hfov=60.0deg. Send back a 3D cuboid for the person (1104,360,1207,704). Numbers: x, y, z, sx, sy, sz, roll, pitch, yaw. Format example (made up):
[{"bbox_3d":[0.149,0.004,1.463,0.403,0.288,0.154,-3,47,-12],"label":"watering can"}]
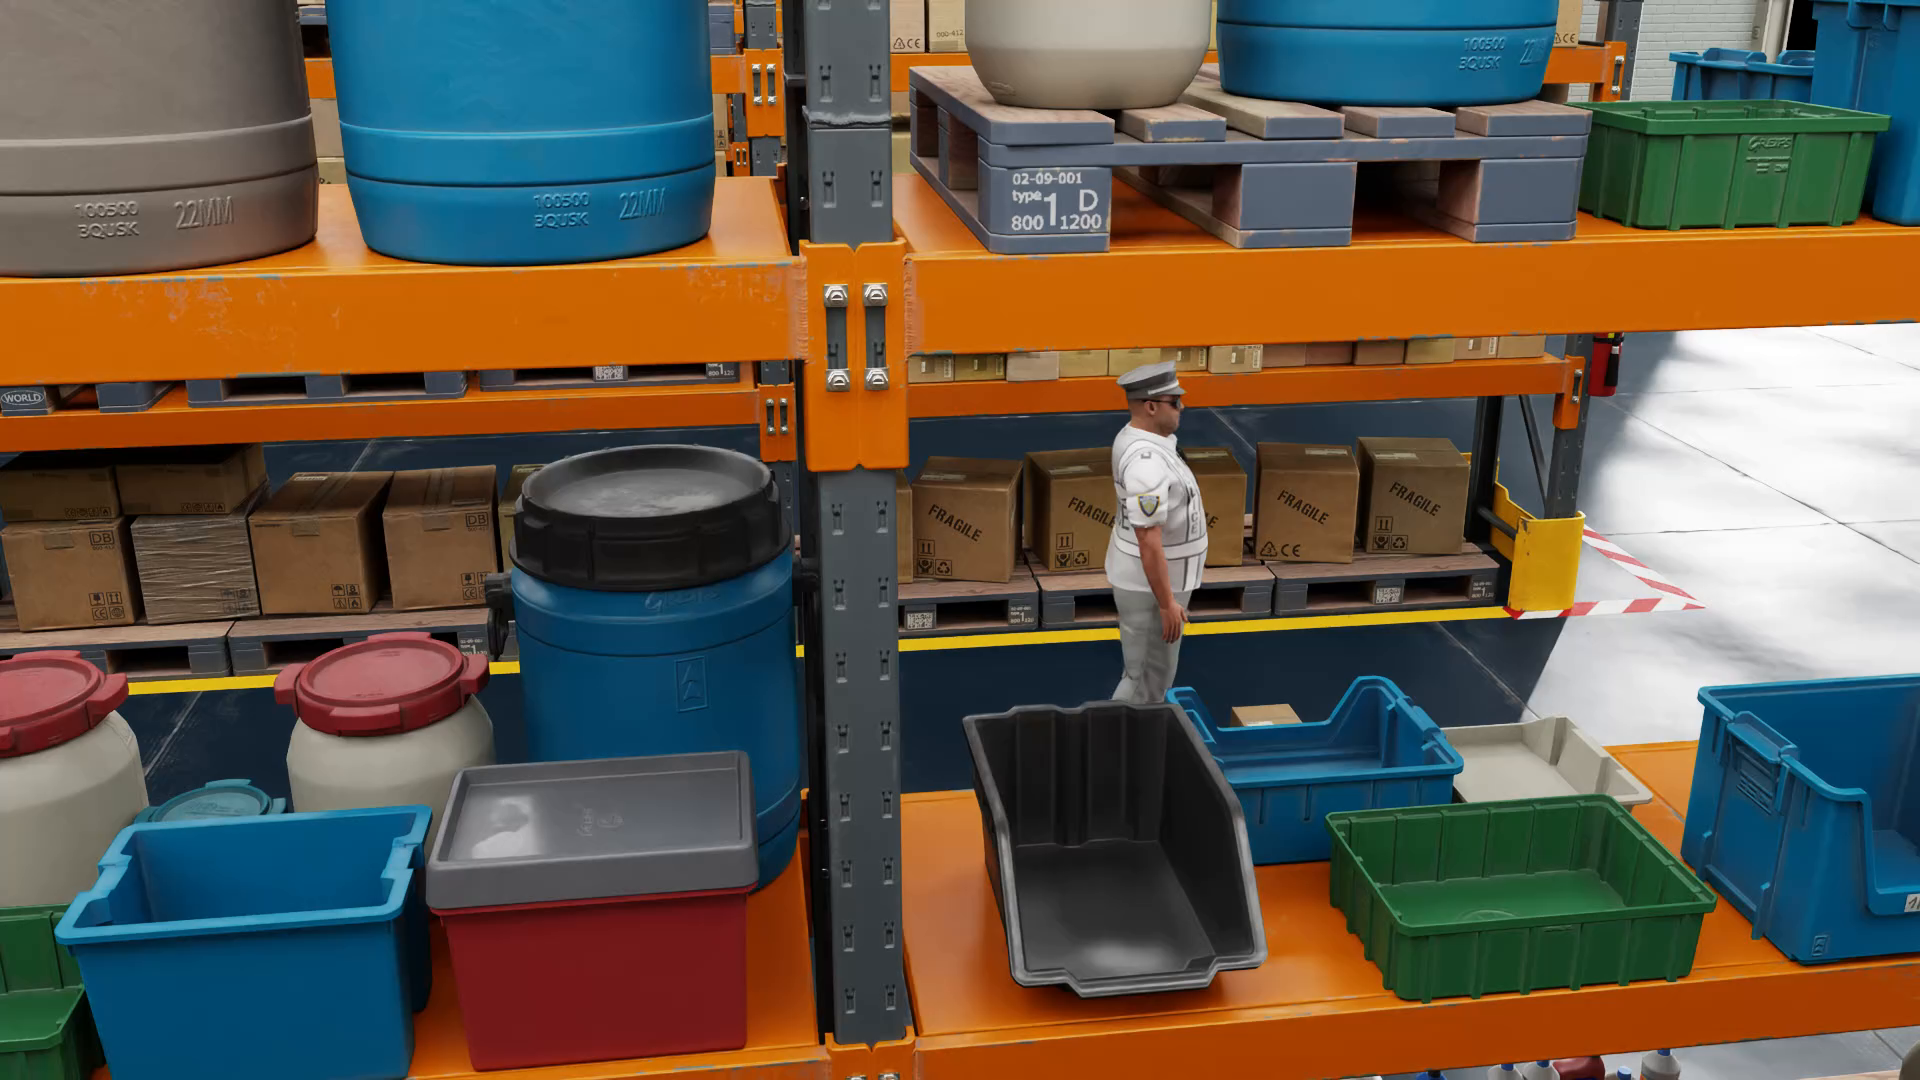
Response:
[{"bbox_3d":[0.751,0.161,6.573,0.494,1.772,0.570,1,20,1],"label":"person"}]
